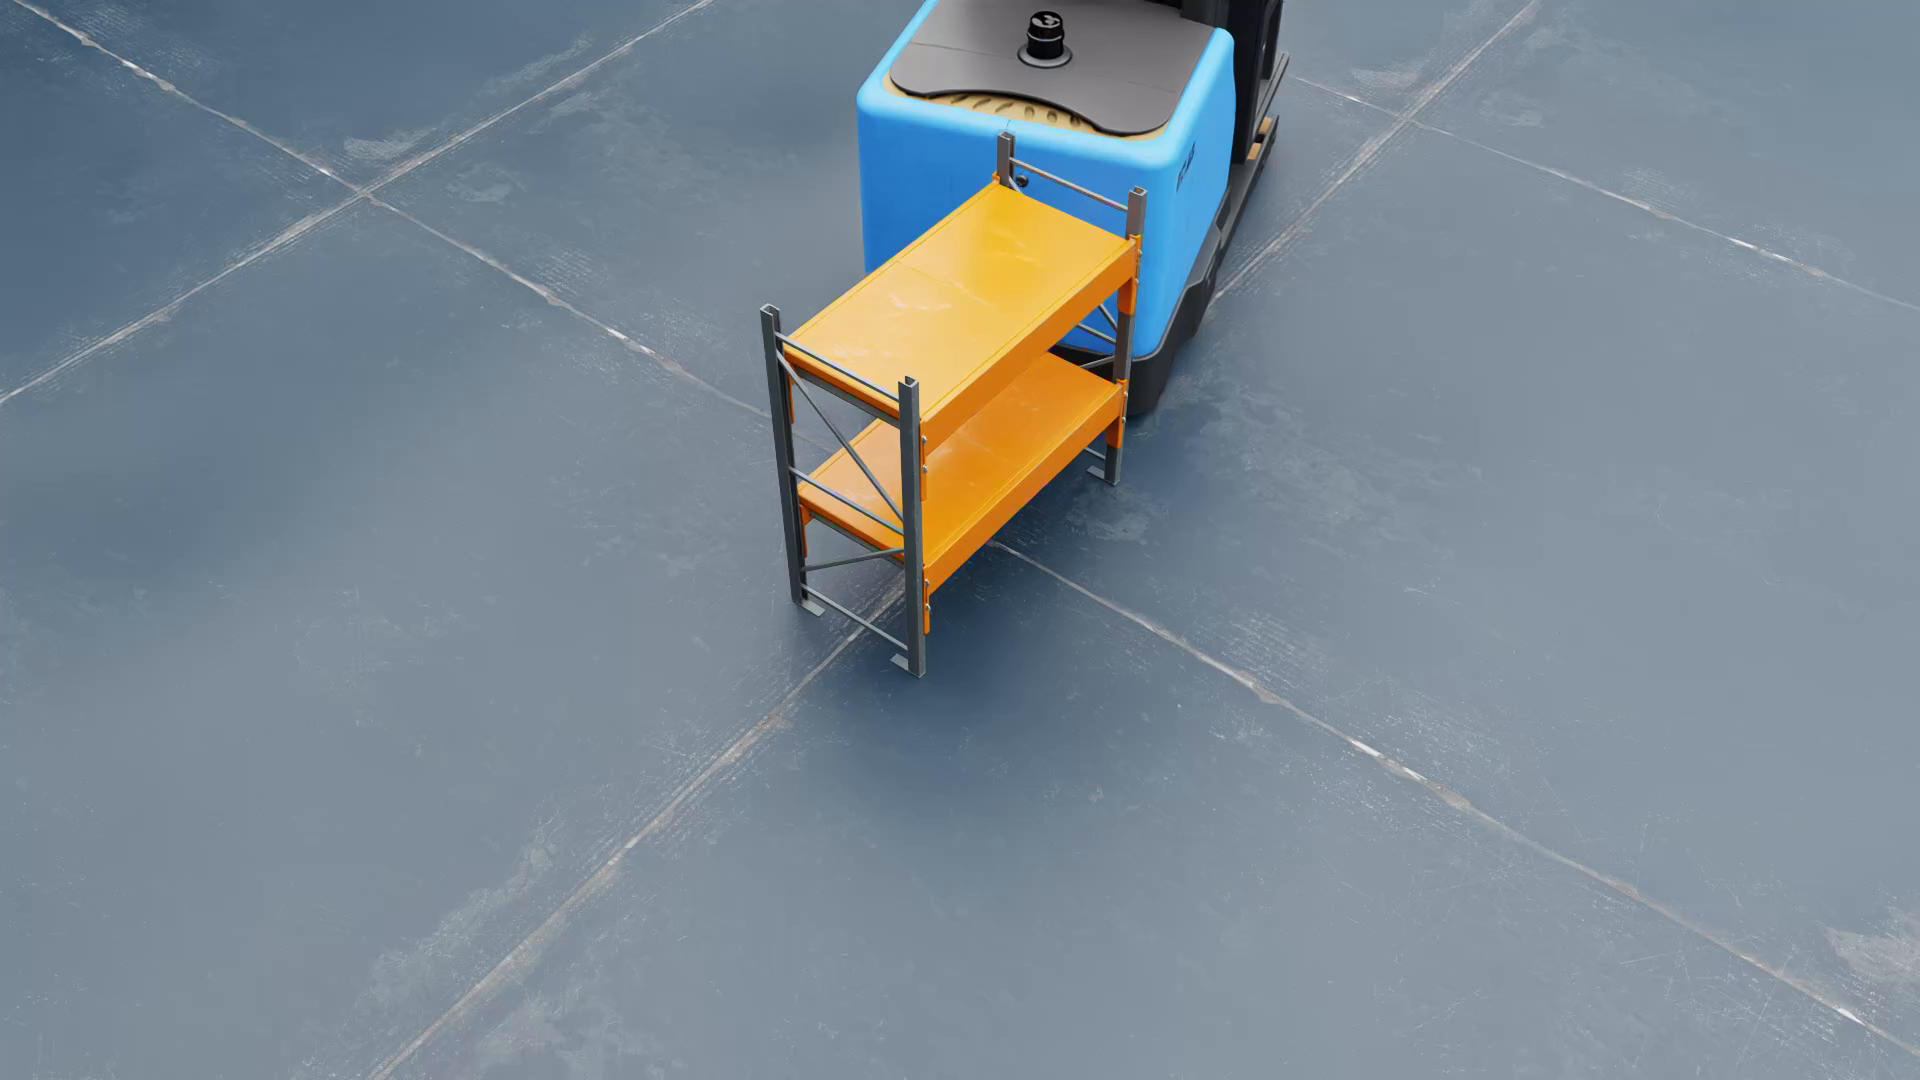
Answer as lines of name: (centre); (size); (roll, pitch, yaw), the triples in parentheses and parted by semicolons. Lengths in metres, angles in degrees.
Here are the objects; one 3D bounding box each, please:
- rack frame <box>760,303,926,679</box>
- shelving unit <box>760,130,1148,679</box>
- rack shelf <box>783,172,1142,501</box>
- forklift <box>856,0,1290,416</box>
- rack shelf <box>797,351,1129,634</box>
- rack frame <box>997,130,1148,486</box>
rack frame: (-0.307, -0.102, 4.569); (0.500, 1.125, 0.032); (29, 53, 25)
shelving unit: (0.004, -0.392, 4.847); (0.538, 1.125, 1.048); (29, 53, 25)
rack shelf: (0.004, -0.595, 4.635); (0.538, 0.278, 1.000); (29, 53, 25)
forklift: (0.642, -2.514, 5.624); (1.130, 2.935, 3.031); (15, 48, 14)
rack shelf: (0.004, -0.224, 5.024); (0.538, 0.278, 1.000); (29, 53, 25)
rack frame: (0.315, -0.683, 5.125); (0.500, 1.125, 0.032); (29, 53, 25)
